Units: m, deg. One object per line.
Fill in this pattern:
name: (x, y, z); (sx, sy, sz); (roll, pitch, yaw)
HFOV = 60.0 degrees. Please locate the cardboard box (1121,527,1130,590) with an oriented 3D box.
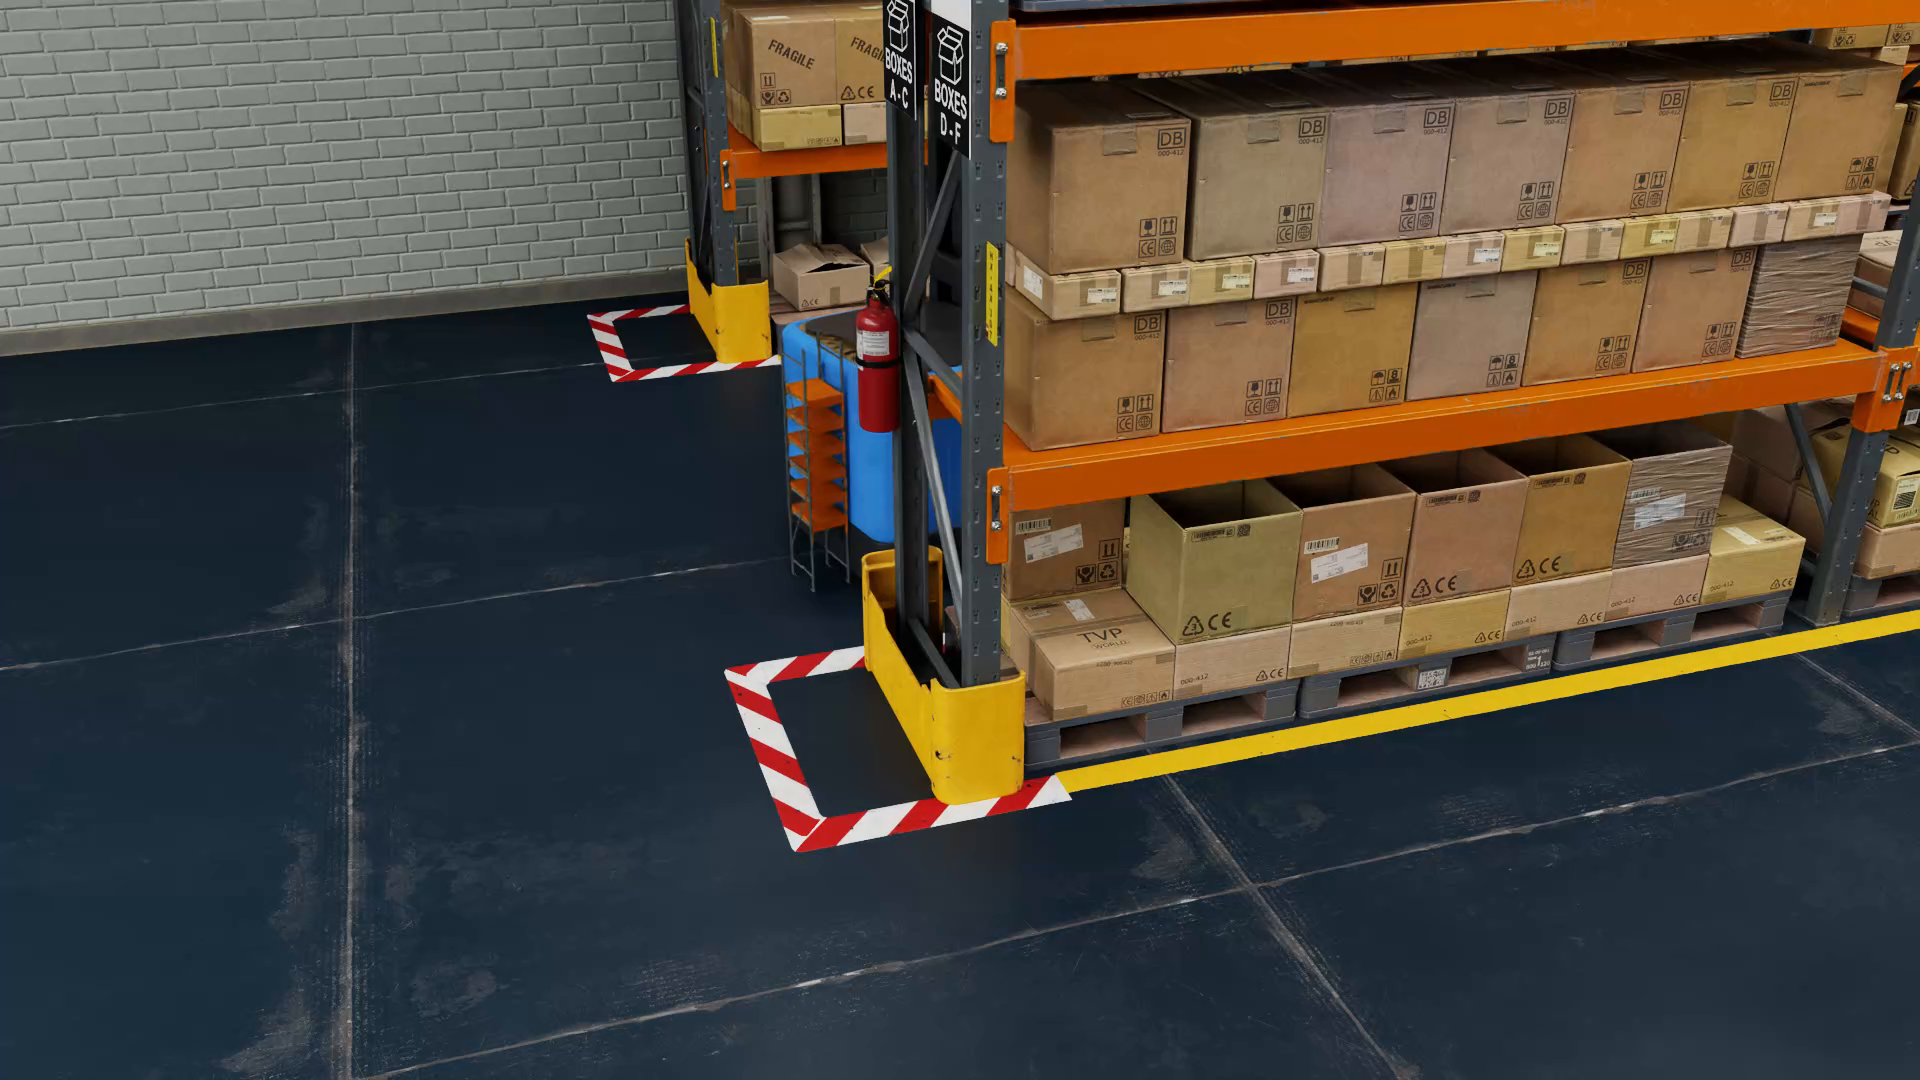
cardboard box: (0.828, 0.157, 7.181); (0.500, 0.250, 0.500); (-8, 28, -16)

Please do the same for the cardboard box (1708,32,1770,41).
cardboard box: (5.564, -3.983, 12.292); (0.500, 0.500, 0.700); (-12, 29, -22)

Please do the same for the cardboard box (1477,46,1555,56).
cardboard box: (3.848, -3.734, 11.791); (0.500, 0.500, 0.700); (-5, 27, -9)

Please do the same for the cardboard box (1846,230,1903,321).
cardboard box: (4.196, -1.184, 7.430); (0.500, 0.250, 0.500); (-7, 27, -13)

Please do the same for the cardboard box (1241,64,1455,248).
cardboard box: (1.414, -1.451, 6.227); (0.500, 0.500, 0.700); (-8, 28, -16)

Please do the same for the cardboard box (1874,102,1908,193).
cardboard box: (6.747, -3.081, 13.028); (0.750, 0.750, 0.750); (-9, 28, -17)

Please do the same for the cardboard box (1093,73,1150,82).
cardboard box: (0.895, -3.205, 10.635); (0.500, 0.500, 0.500); (-9, 28, -18)

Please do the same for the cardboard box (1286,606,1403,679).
cardboard box: (1.467, 0.310, 6.871); (0.500, 0.250, 0.500); (-8, 28, -16)

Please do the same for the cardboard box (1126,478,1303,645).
cardboard box: (0.992, 0.044, 6.565); (0.500, 0.500, 0.500); (-8, 28, -16)

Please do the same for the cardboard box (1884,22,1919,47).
cardboard box: (7.049, -4.024, 12.512); (0.500, 0.500, 0.500); (-7, 27, -14)

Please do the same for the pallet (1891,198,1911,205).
pallet: (7.938, -2.804, 13.660); (1.213, 0.211, 1.003); (-8, 28, -16)

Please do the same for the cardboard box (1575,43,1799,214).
cardboard box: (2.842, -1.657, 6.643); (0.500, 0.500, 0.700); (-8, 28, -16)

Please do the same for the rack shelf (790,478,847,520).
rack shelf: (-0.660, -0.207, 7.687); (0.180, 0.103, 0.258); (-15, 30, -28)

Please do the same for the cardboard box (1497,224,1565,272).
cardboard box: (2.090, -1.160, 6.372); (0.250, 0.149, 0.380); (-7, 27, -14)

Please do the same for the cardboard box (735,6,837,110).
cardboard box: (-1.052, -2.924, 10.070); (0.500, 0.500, 0.500); (-8, 28, -16)

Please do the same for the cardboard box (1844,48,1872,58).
cardboard box: (6.634, -3.685, 12.559); (0.250, 0.149, 0.380); (-8, 27, -15)

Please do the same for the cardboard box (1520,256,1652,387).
cardboard box: (2.344, -1.003, 6.785); (0.500, 0.500, 0.700); (-8, 27, -15)

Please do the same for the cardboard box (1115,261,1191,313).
cardboard box: (0.628, -0.950, 5.948); (0.250, 0.149, 0.380); (-9, 28, -17)

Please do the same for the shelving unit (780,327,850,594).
shelving unit: (-0.660, -0.354, 7.613); (0.189, 1.200, 0.258); (-15, 30, -28)

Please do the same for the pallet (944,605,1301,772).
pallet: (0.652, 0.512, 6.982); (1.213, 0.211, 1.003); (-8, 28, -16)

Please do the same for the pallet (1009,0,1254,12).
pallet: (0.619, -2.005, 5.641); (1.213, 0.211, 1.003); (-8, 28, -16)

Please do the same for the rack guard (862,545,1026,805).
rack guard: (-0.085, 0.509, 6.663); (0.348, 0.500, 1.175); (-8, 28, -16)

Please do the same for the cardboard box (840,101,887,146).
cardboard box: (-0.548, -2.660, 10.382); (0.500, 0.250, 0.500); (-9, 28, -18)

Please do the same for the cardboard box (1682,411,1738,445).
cardboard box: (3.204, -0.526, 7.713); (0.500, 0.500, 0.500); (-8, 28, -16)

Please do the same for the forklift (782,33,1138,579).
forklift: (0.662, -1.545, 8.065); (3.031, 2.935, 1.130); (-15, 30, -28)

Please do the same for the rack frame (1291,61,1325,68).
rack frame: (2.204, -3.259, 11.441); (0.127, 3.000, 1.000); (-8, 28, -16)

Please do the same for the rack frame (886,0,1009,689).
rack frame: (-0.062, -0.614, 6.114); (0.127, 3.000, 1.000); (-8, 28, -16)

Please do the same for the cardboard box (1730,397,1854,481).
cardboard box: (4.038, -0.550, 7.973); (0.500, 0.311, 0.500); (-8, 28, -16)

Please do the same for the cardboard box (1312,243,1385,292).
cardboard box: (1.359, -1.055, 6.161); (0.250, 0.149, 0.380); (-9, 28, -18)

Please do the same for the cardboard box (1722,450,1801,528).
cardboard box: (4.046, -0.301, 8.103); (0.500, 0.250, 0.500); (-9, 28, -17)

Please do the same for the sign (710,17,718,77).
sign: (-1.431, -2.867, 9.677); (0.005, 0.325, 0.100); (-8, 28, -16)

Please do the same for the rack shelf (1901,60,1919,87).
rack shelf: (7.909, -3.763, 13.265); (4.000, 0.370, 1.077); (-8, 28, -16)

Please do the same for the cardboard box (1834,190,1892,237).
cardboard box: (3.549, -1.372, 6.799); (0.250, 0.149, 0.380); (-8, 28, -16)

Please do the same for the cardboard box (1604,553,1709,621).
cardboard box: (2.890, 0.099, 7.296); (0.500, 0.250, 0.500); (-8, 28, -16)

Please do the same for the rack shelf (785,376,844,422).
rack shelf: (-0.660, -0.637, 7.473); (0.180, 0.103, 0.258); (-15, 30, -28)

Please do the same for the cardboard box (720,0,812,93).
cardboard box: (-1.217, -3.141, 10.506); (0.500, 0.500, 0.500); (-9, 28, -17)

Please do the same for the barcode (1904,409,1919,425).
barcode: (4.113, -0.532, 7.184); (0.075, 0.075, 0.001); (-8, 28, -16)

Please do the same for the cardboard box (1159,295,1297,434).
cardboard box: (0.884, -0.792, 6.360); (0.500, 0.500, 0.700); (-8, 27, -15)

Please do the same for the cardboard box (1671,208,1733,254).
cardboard box: (2.816, -1.265, 6.584); (0.250, 0.149, 0.380); (-8, 28, -16)

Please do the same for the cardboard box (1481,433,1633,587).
cardboard box: (2.415, -0.167, 6.989); (0.500, 0.500, 0.500); (-8, 28, -16)
